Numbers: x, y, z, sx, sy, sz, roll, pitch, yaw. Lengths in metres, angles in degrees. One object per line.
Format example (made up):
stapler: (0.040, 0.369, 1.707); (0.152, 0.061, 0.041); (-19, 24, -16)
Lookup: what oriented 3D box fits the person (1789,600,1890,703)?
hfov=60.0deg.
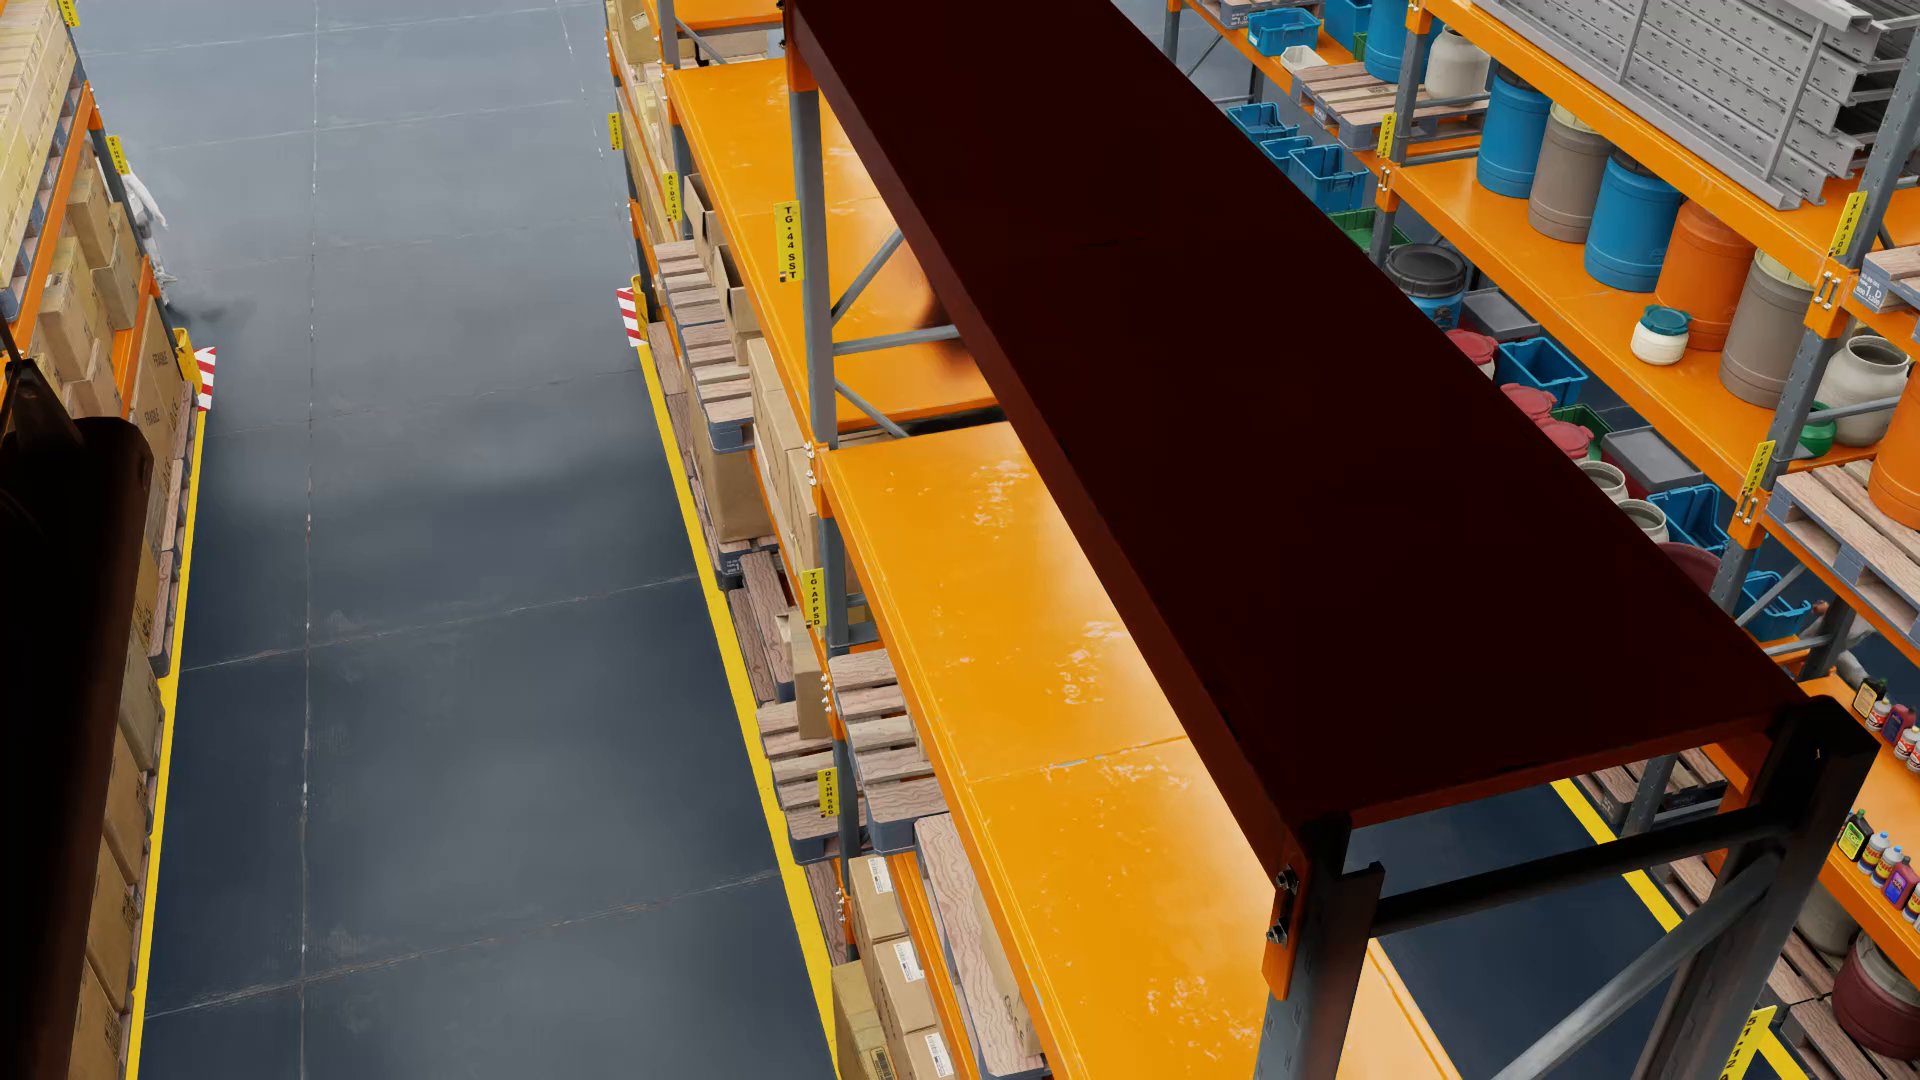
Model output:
person: (5.854, 0.560, 10.830); (0.573, 1.614, 0.694); (-16, 41, -19)

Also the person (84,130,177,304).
person: (-7.678, -2.930, 15.225); (0.592, 1.621, 0.643); (-30, 47, -32)
